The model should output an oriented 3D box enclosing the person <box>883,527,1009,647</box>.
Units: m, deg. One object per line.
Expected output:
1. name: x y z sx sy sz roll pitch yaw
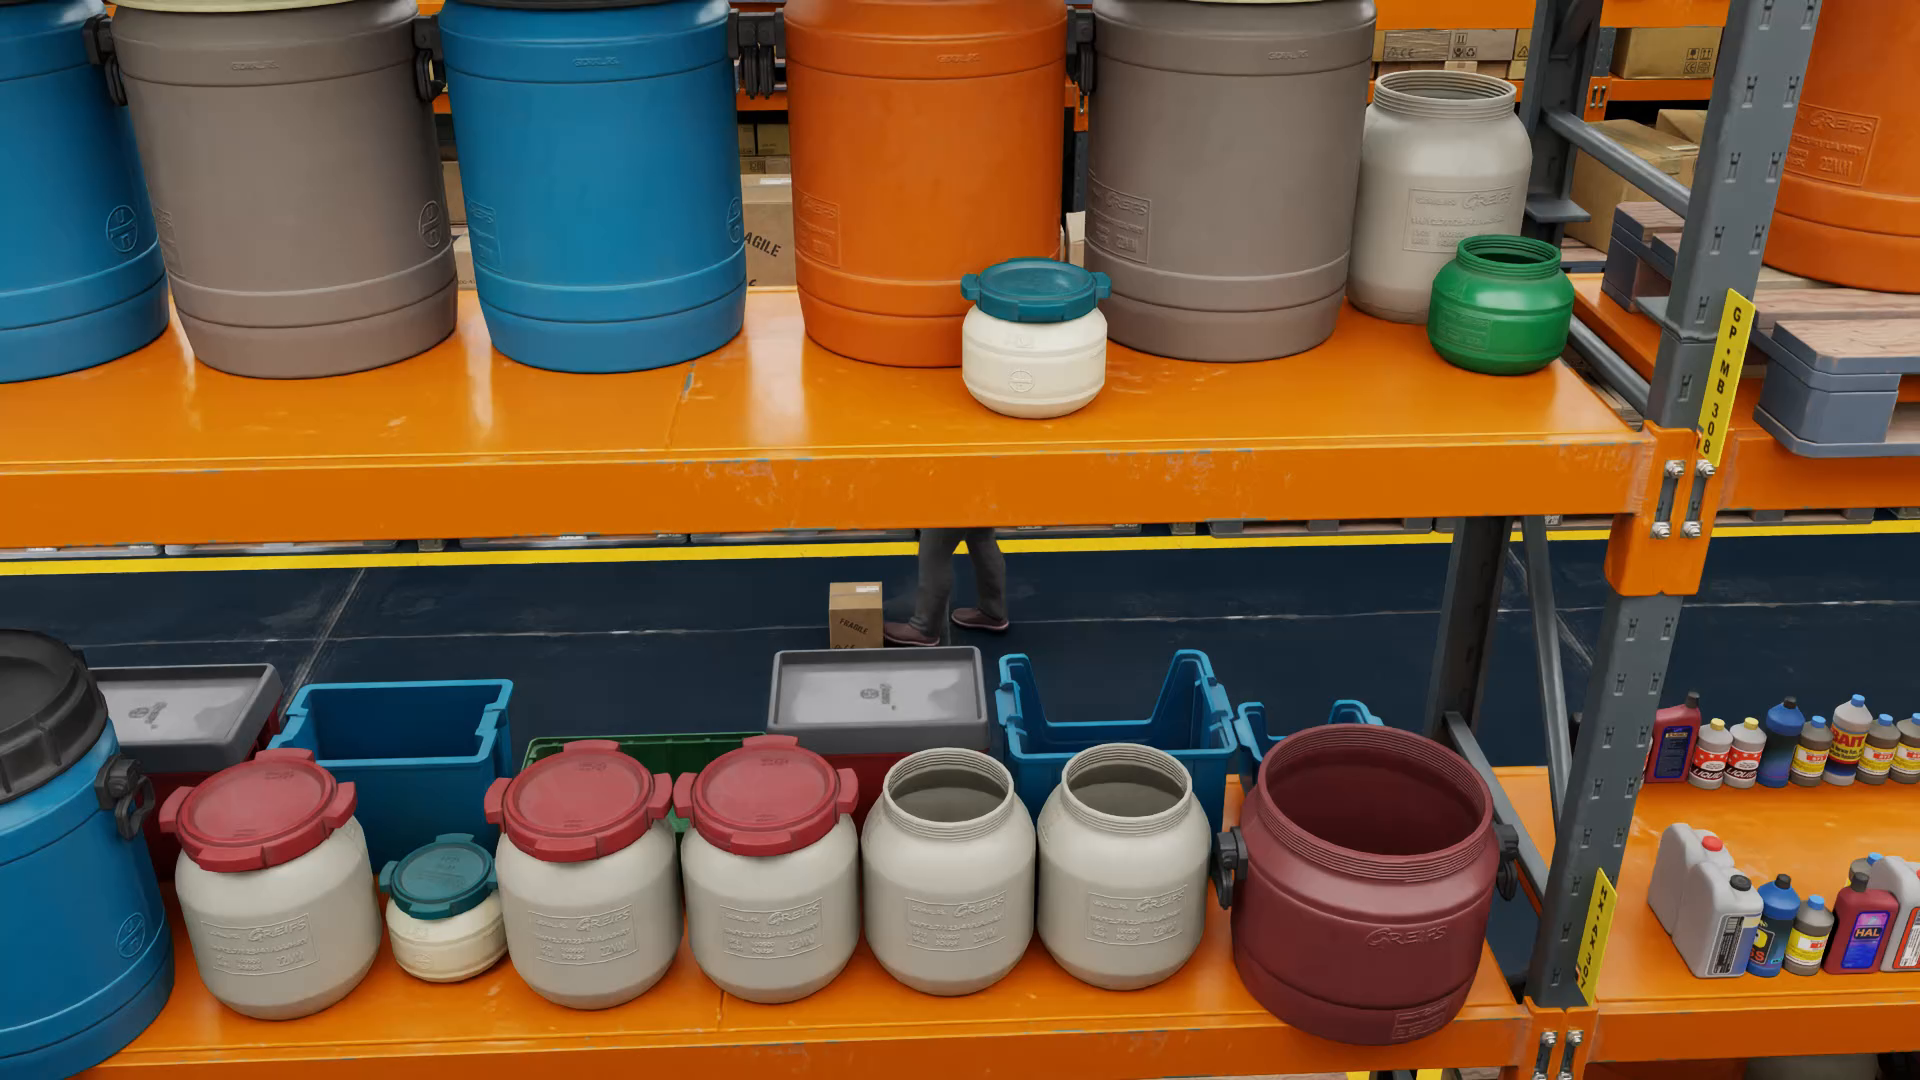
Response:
1. person: -0.044 -0.321 7.705 0.562 1.657 0.671 8 29 15
